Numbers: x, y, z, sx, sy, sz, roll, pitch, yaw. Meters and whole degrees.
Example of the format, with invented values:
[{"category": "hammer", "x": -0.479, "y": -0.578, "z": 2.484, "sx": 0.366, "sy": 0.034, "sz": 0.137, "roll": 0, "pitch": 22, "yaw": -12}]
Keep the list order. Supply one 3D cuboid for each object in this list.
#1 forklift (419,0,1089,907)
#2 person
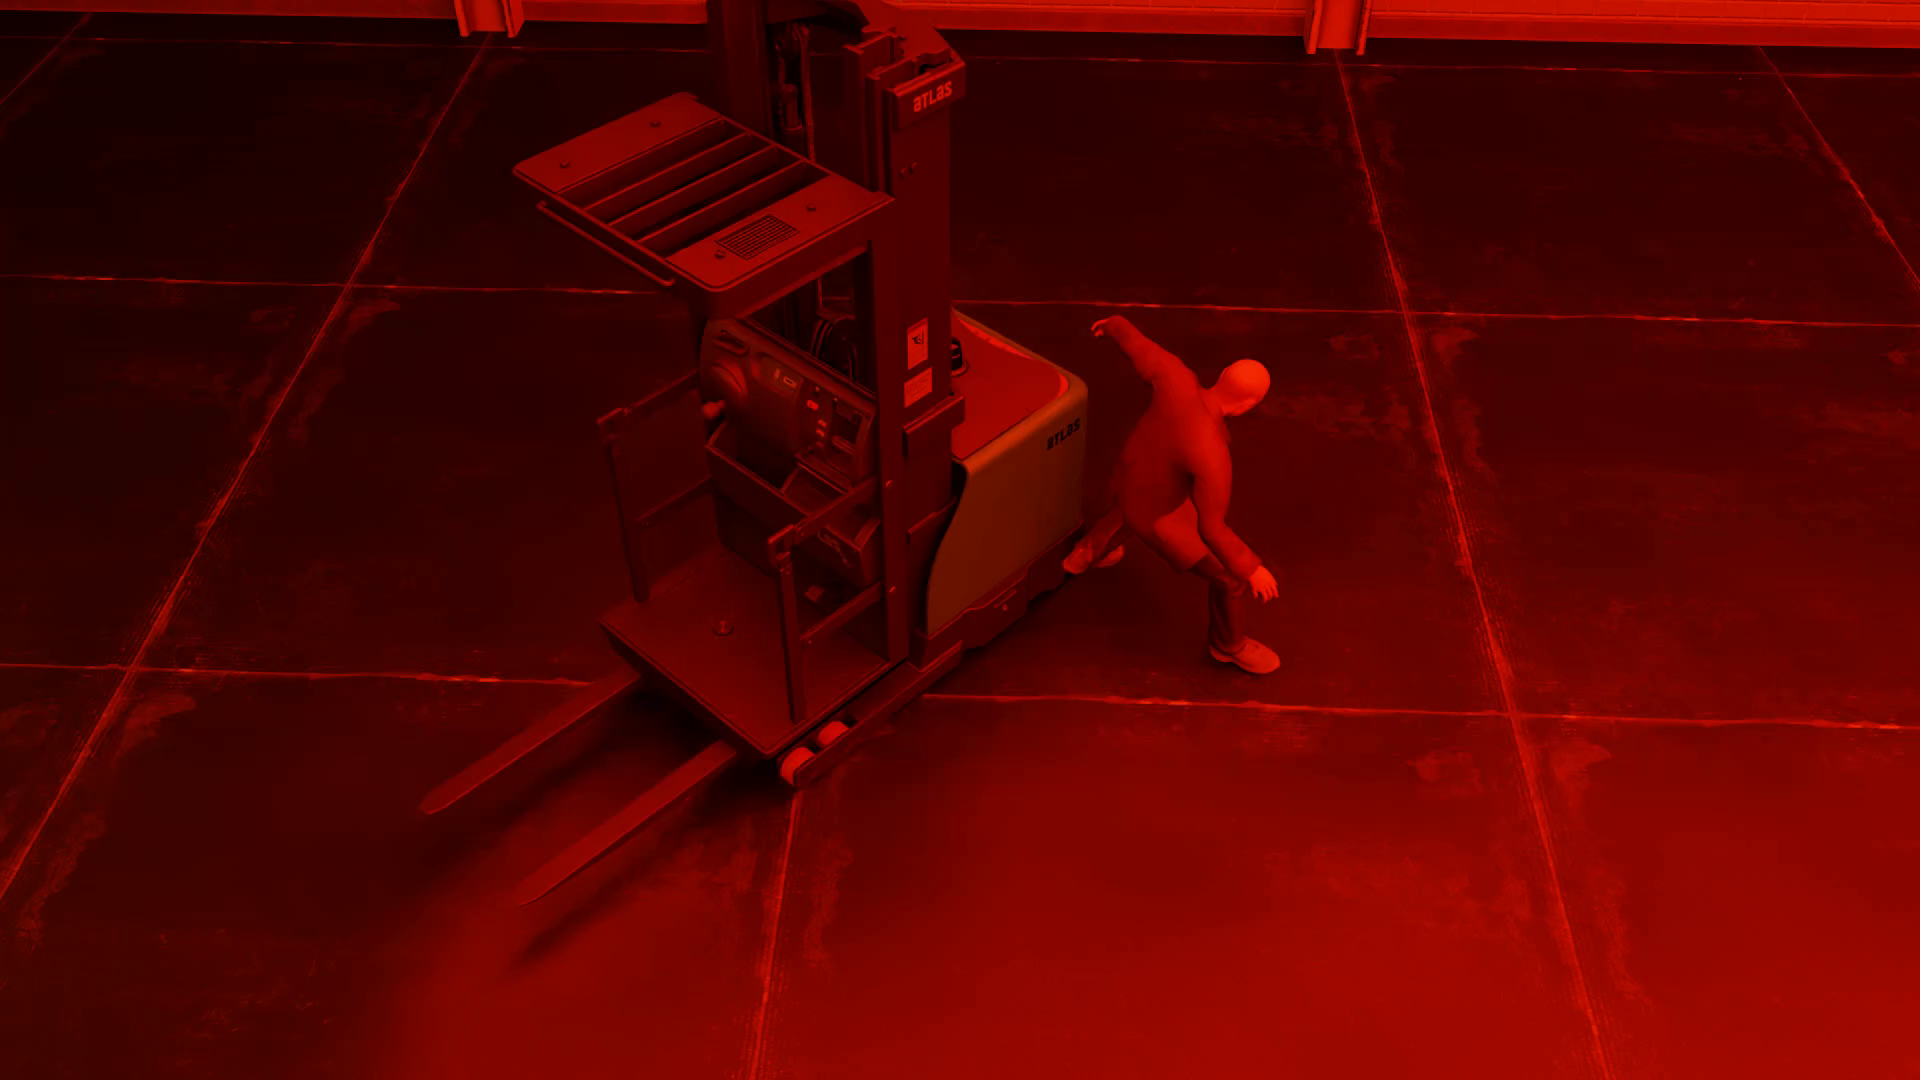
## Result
[{"category": "forklift", "x": -0.817, "y": -0.464, "z": 6.251, "sx": 1.130, "sy": 2.935, "sz": 3.031, "roll": 33, "pitch": 52, "yaw": 31}, {"category": "person", "x": 0.878, "y": -0.235, "z": 7.078, "sx": 0.787, "sy": 1.508, "sz": 1.231, "roll": -9, "pitch": 43, "yaw": -10}]
